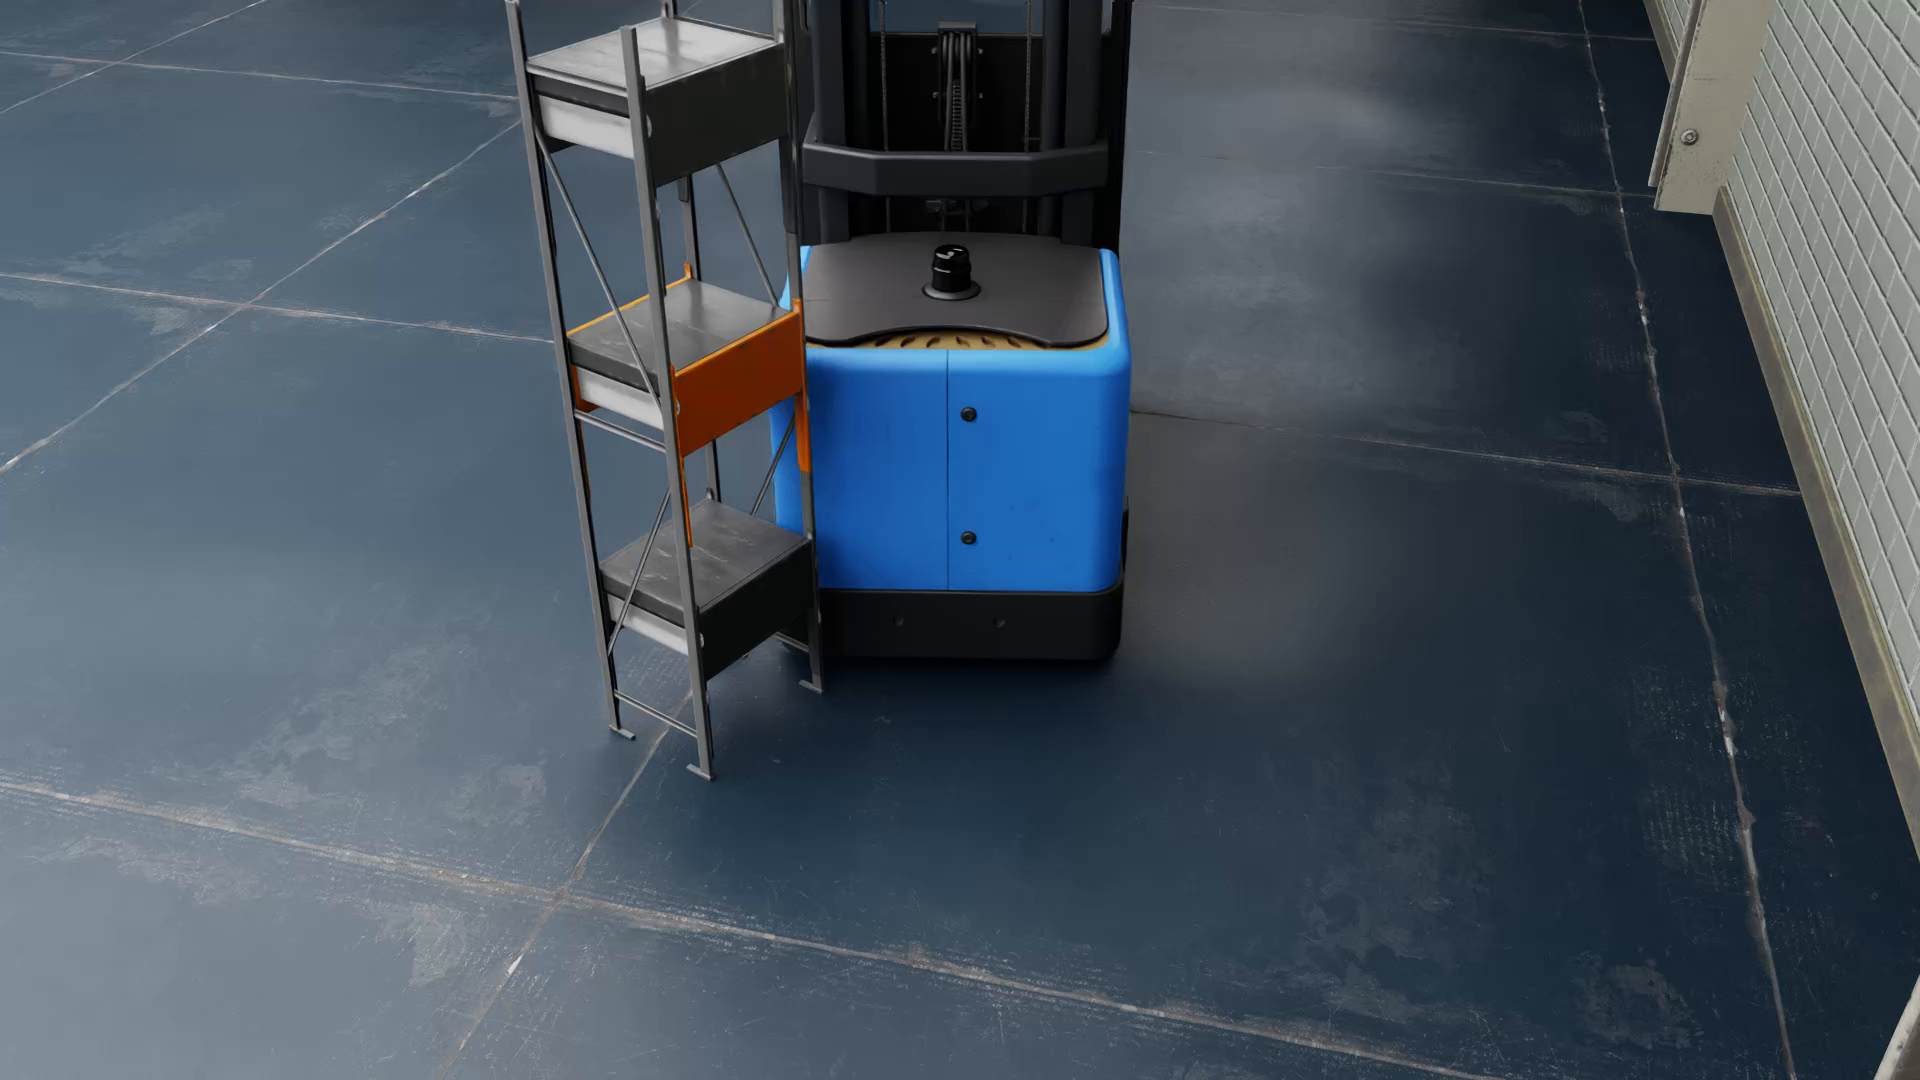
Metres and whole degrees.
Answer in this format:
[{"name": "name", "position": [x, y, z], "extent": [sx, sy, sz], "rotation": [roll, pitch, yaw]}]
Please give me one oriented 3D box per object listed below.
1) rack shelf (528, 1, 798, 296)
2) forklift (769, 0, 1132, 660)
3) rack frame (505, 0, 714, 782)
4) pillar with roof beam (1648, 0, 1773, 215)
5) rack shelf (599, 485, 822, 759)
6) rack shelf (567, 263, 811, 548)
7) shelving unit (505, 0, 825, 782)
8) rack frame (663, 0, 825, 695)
[{"name": "rack shelf", "position": [-0.717, -0.957, 4.019], "extent": [0.431, 0.518, 0.480], "rotation": [21, 38, 30]}, {"name": "forklift", "position": [0.003, -1.630, 5.581], "extent": [1.130, 2.935, 3.031], "rotation": [1, 32, 1]}, {"name": "rack frame", "position": [-0.861, -0.272, 4.221], "extent": [0.400, 2.100, 0.015], "rotation": [21, 38, 30]}, {"name": "pillar with roof beam", "position": [-0.471, -6.127, 7.000], "extent": [9.100, 9.000, 0.400], "rotation": [8, 33, 12]}, {"name": "rack shelf", "position": [-0.717, 0.224, 4.770], "extent": [0.431, 0.518, 0.480], "rotation": [21, 38, 30]}, {"name": "rack shelf", "position": [-0.717, -0.367, 4.395], "extent": [0.431, 0.518, 0.480], "rotation": [21, 38, 30]}, {"name": "shelving unit", "position": [-0.717, -0.378, 4.388], "extent": [0.431, 2.100, 0.503], "rotation": [21, 38, 30]}, {"name": "rack frame", "position": [-0.574, -0.484, 4.554], "extent": [0.400, 2.100, 0.015], "rotation": [21, 38, 30]}]
